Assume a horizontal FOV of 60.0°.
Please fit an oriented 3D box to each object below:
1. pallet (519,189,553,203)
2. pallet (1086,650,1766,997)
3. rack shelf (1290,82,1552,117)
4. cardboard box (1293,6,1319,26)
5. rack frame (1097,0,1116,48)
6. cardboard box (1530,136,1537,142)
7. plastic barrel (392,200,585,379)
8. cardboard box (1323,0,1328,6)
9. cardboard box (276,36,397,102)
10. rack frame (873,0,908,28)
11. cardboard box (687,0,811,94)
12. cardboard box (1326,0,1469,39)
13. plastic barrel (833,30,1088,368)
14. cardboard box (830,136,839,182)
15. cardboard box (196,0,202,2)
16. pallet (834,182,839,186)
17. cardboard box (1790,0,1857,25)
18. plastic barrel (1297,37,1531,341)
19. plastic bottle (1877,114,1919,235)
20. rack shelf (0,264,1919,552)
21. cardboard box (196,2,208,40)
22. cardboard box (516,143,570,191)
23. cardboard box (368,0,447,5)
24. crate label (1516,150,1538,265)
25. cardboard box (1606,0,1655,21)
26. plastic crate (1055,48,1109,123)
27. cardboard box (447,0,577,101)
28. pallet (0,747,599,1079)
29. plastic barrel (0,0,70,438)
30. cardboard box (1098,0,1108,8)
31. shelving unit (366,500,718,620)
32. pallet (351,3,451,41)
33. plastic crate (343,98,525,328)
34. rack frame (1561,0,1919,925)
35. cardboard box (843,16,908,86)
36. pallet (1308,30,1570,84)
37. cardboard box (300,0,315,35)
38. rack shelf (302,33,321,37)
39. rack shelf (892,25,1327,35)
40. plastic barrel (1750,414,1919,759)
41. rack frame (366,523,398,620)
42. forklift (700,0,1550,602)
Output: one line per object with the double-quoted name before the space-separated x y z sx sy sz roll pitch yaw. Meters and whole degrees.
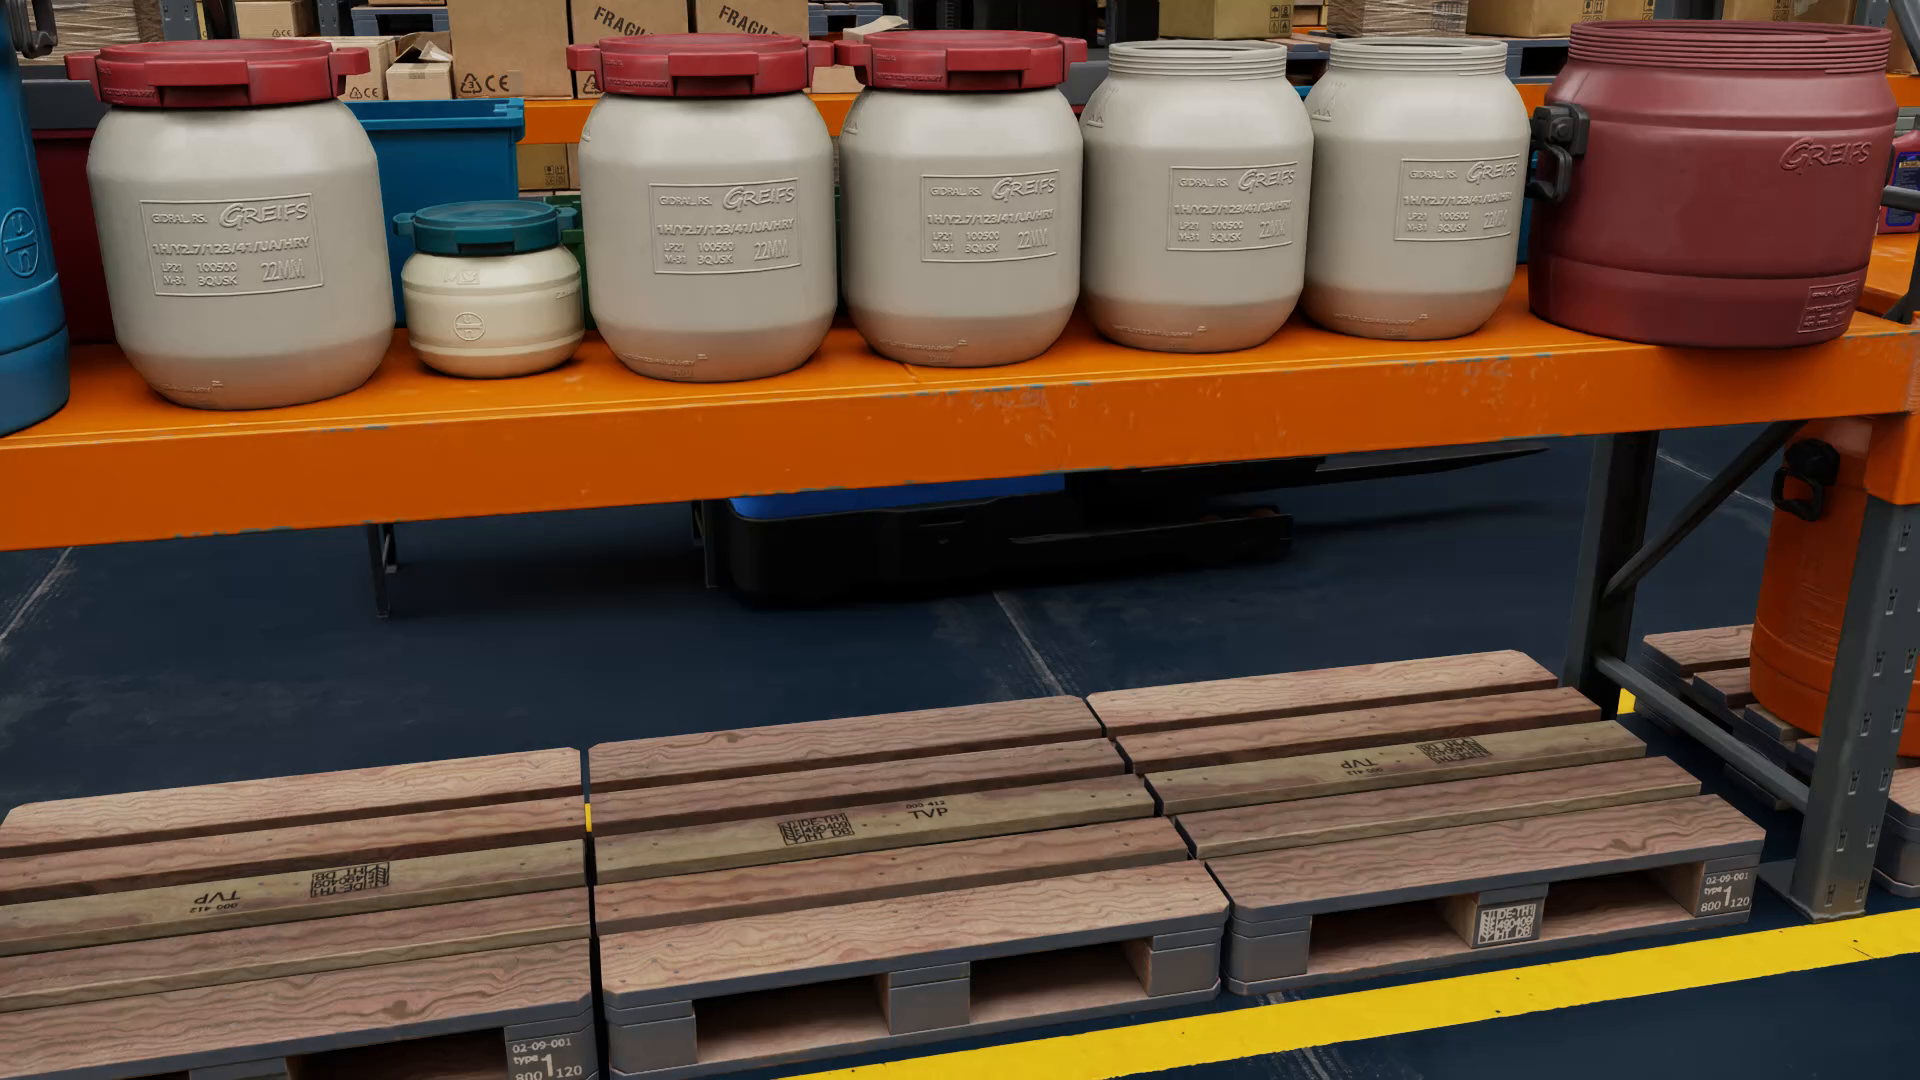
"pallet" -3.638 -2.509 12.356 1.213 0.211 1.003 -5 21 -12
"pallet" 1.014 0.601 3.866 1.213 0.211 1.003 -5 21 -12
"rack shelf" 2.587 -2.235 8.601 4.000 0.370 1.077 -5 21 -12
"cardboard box" 2.624 -4.126 13.052 0.250 0.149 0.380 -4 20 -11
"rack frame" 0.641 -2.415 8.045 0.127 3.000 1.000 -5 21 -12
"cardboard box" 3.033 -2.080 9.037 0.500 0.250 0.500 -5 21 -12
"plastic barrel" -0.792 -0.428 2.823 0.301 0.262 0.301 0 20 0
"cardboard box" 2.999 -4.464 13.033 0.500 0.500 0.500 -5 21 -13
"cardboard box" -2.783 -2.081 7.353 0.500 0.250 0.500 -3 20 -9
"rack frame" -0.503 -4.072 12.571 0.127 3.000 1.000 -5 21 -12
"cardboard box" -0.988 -2.323 7.651 0.500 0.500 0.500 -6 21 -15
"cardboard box" 2.162 -2.755 8.218 0.500 0.500 0.700 -1 20 -2
"plastic barrel" 0.001 -0.598 2.889 0.433 0.535 0.433 0 20 0
"cardboard box" -1.191 -3.031 12.722 0.500 0.500 0.700 -4 21 -12
"cardboard box" -5.269 -3.865 11.102 0.500 0.500 0.500 -5 21 -13
"pallet" -1.264 -2.702 12.883 1.213 0.211 1.003 -5 21 -12
"cardboard box" 4.961 -2.904 9.235 0.500 0.500 0.500 -4 21 -12
"plastic barrel" 0.825 -0.656 3.081 0.421 0.512 0.421 0 20 0
"plastic bottle" 2.297 -0.895 4.065 0.133 0.283 0.061 -5 21 -12
"rack shelf" -0.169 -0.260 3.210 4.000 0.370 1.077 -5 21 -12
"cardboard box" -5.273 -3.519 11.250 0.500 0.250 0.500 -5 21 -12
"cardboard box" -3.192 -2.910 12.393 0.500 0.500 0.700 -5 21 -14
"cardboard box" -3.892 -4.038 11.693 0.500 0.500 0.700 -5 21 -12
"crate label" 1.281 -0.770 3.798 0.416 0.233 0.303 -5 21 -12
"cardboard box" 3.366 -2.937 8.716 0.500 0.500 0.700 -1 20 -4
"plastic crate" 0.134 -0.761 3.438 0.583 0.464 0.402 -5 21 -12
"cardboard box" -1.988 -2.242 7.429 0.500 0.500 0.500 -3 20 -9
"pallet" -1.360 0.795 3.339 1.213 0.211 1.003 -5 21 -12
"plastic barrel" -1.670 -0.604 2.374 0.708 0.901 0.600 -5 21 -12
"cardboard box" 1.024 -4.298 12.581 0.500 0.500 0.500 -5 21 -13
"shelving unit" -1.354 -0.586 5.233 1.048 1.500 0.538 -5 21 -13
"pallet" -3.618 -3.678 11.772 1.213 0.211 1.003 -5 21 -12
"plastic crate" -1.114 -0.624 3.179 0.575 0.384 0.392 -5 21 -12
"rack frame" 1.777 -0.756 3.518 0.127 3.000 1.000 -5 21 -12
"cardboard box" -0.274 -2.367 8.044 0.500 0.311 0.500 -5 21 -13
"pallet" 2.532 -2.480 8.503 1.213 0.211 1.003 -5 21 -12
"cardboard box" -4.902 -3.729 11.823 0.500 0.250 0.500 -4 21 -12
"rack shelf" -6.342 -3.260 11.398 4.000 0.370 1.077 -5 21 -12
"rack shelf" 1.444 -3.893 13.127 4.000 0.370 1.077 -5 21 -12
"plastic barrel" 2.249 0.021 3.940 0.708 0.830 0.600 -5 21 -12
"rack frame" -1.847 -0.543 5.115 0.032 1.500 0.500 -5 21 -13
"forklift" 0.618 -1.460 5.539 3.031 2.935 1.130 -6 21 -16
